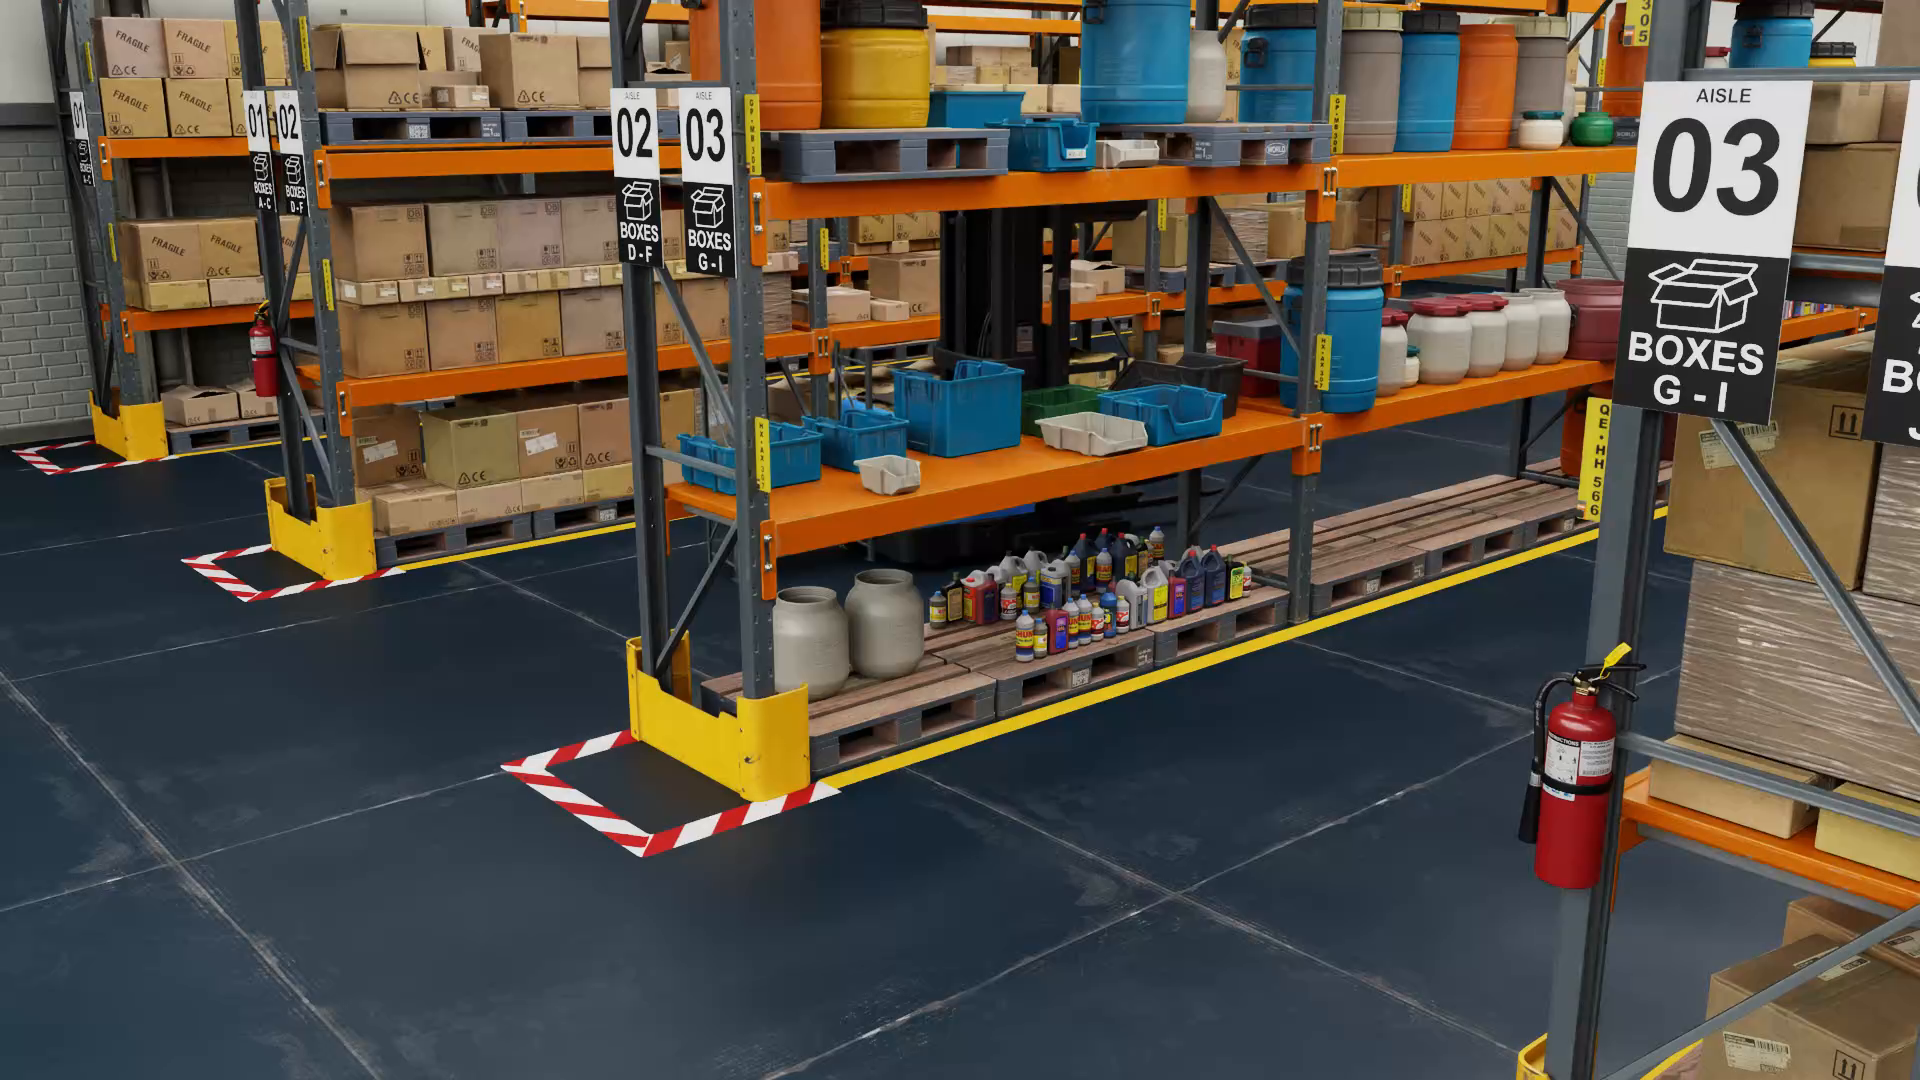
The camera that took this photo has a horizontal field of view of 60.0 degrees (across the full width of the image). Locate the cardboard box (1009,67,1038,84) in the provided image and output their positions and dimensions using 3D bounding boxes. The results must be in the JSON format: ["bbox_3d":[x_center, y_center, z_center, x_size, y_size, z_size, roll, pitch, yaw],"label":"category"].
[{"bbox_3d":[0.590,-5.892,21.639,0.500,0.500,0.700,-14,20,-42],"label":"cardboard box"}]

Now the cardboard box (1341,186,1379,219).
[{"bbox_3d":[4.792,-4.014,19.333,0.500,0.500,0.500,-13,19,-39],"label":"cardboard box"}]

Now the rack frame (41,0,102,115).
[{"bbox_3d":[-7.727,-5.176,14.189,0.127,3.000,1.000,-13,19,-39],"label":"rack frame"}]

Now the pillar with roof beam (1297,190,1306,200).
[{"bbox_3d":[8.638,-7.674,23.541,0.400,9.000,9.100,-13,19,-39],"label":"pillar with roof beam"}]

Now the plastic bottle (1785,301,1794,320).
[{"bbox_3d":[7.088,-2.044,14.332,0.135,0.276,0.152,-13,19,-39],"label":"plastic bottle"}]

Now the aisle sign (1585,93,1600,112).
[{"bbox_3d":[7.850,-5.232,20.987,0.004,0.787,0.394,-13,19,-39],"label":"aisle sign"}]

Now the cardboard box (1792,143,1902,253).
[{"bbox_3d":[2.225,-0.892,4.256,0.500,0.250,0.500,-12,19,-38],"label":"cardboard box"}]

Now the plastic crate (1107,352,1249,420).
[{"bbox_3d":[1.315,-0.932,10.048,0.504,0.338,0.767,-13,19,-39],"label":"plastic crate"}]

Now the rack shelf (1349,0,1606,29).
[{"bbox_3d":[6.089,-6.234,19.553,4.000,0.370,1.077,-13,19,-39],"label":"rack shelf"}]

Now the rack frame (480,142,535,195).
[{"bbox_3d":[-4.710,-2.955,17.500,0.127,3.000,1.000,-13,19,-39],"label":"rack frame"}]

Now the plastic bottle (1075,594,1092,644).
[{"bbox_3d":[0.683,0.436,9.241,0.097,0.271,0.097,0,15,0],"label":"plastic bottle"}]

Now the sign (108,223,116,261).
[{"bbox_3d":[-7.371,-2.590,14.456,0.005,0.325,0.100,-13,19,-39],"label":"sign"}]

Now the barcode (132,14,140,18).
[{"bbox_3d":[-7.520,-4.765,15.171,0.075,0.075,0.001,-13,19,-39],"label":"barcode"}]

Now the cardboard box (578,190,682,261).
[{"bbox_3d":[-2.544,-2.419,12.787,0.500,0.500,0.700,-13,20,-39],"label":"cardboard box"}]

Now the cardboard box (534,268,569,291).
[{"bbox_3d":[-3.065,-1.918,12.168,0.250,0.149,0.380,-13,20,-40],"label":"cardboard box"}]

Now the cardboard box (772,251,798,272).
[{"bbox_3d":[-1.519,-2.265,13.466,0.250,0.149,0.380,-13,20,-39],"label":"cardboard box"}]

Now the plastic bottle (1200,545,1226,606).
[{"bbox_3d":[1.497,0.206,9.946,0.185,0.351,0.144,-13,20,-41],"label":"plastic bottle"}]

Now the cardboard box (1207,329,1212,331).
[{"bbox_3d":[2.896,-2.055,18.124,0.500,0.500,0.500,-14,20,-41],"label":"cardboard box"}]

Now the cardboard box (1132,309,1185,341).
[{"bbox_3d":[2.154,-2.250,17.401,0.500,0.250,0.500,-12,19,-37],"label":"cardboard box"}]

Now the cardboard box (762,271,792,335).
[{"bbox_3d":[-1.786,-1.963,13.593,0.500,0.500,0.700,-13,20,-41],"label":"cardboard box"}]

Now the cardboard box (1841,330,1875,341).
[{"bbox_3d":[3.033,-0.371,5.118,0.500,0.500,0.500,-13,19,-39],"label":"cardboard box"}]

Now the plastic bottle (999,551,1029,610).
[{"bbox_3d":[0.309,0.233,9.847,0.185,0.351,0.144,-12,19,-37],"label":"plastic bottle"}]

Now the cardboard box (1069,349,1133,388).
[{"bbox_3d":[1.329,-1.677,16.145,0.500,0.311,0.500,-12,19,-38],"label":"cardboard box"}]

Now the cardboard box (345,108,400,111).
[{"bbox_3d":[-5.711,-4.144,15.906,0.500,0.500,0.500,-14,20,-41],"label":"cardboard box"}]

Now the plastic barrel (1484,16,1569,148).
[{"bbox_3d":[4.049,-3.298,12.002,0.600,0.901,0.600,0,15,0],"label":"plastic barrel"}]

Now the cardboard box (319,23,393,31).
[{"bbox_3d":[-5.703,-4.622,15.759,0.500,0.500,0.500,-14,20,-41],"label":"cardboard box"}]

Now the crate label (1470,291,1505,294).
[{"bbox_3d":[3.884,-1.605,12.378,0.616,0.435,0.502,-13,19,-39],"label":"crate label"}]

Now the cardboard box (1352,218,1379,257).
[{"bbox_3d":[4.789,-3.529,19.456,0.500,0.500,0.500,-12,19,-38],"label":"cardboard box"}]

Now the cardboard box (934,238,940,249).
[{"bbox_3d":[-0.339,-3.755,20.943,0.250,0.149,0.380,-12,19,-39],"label":"cardboard box"}]

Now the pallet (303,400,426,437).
[{"bbox_3d":[-6.114,-1.279,16.630,1.213,0.211,1.003,-13,19,-39],"label":"pallet"}]

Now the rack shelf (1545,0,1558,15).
[{"bbox_3d":[3.303,-3.723,10.918,4.000,0.370,1.077,-13,19,-39],"label":"rack shelf"}]

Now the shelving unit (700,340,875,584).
[{"bbox_3d":[-1.175,-0.557,11.430,1.048,1.500,0.538,-9,17,-31],"label":"shelving unit"}]

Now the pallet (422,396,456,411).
[{"bbox_3d":[-5.193,-1.487,17.408,1.213,0.211,1.003,-13,19,-39],"label":"pallet"}]

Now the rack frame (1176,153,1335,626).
[{"bbox_3d":[1.794,-1.026,10.279,0.127,3.000,1.000,-13,19,-39],"label":"rack frame"}]

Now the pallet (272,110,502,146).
[{"bbox_3d":[-3.922,-2.835,11.409,1.213,0.211,1.003,-13,19,-39],"label":"pallet"}]

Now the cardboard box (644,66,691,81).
[{"bbox_3d":[-2.415,-3.542,12.974,0.500,0.311,0.500,-14,20,-42],"label":"cardboard box"}]

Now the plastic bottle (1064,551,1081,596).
[{"bbox_3d":[0.684,0.200,10.125,0.097,0.271,0.097,0,15,0],"label":"plastic bottle"}]

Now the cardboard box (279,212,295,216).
[{"bbox_3d":[-6.358,-2.955,16.299,0.500,0.500,0.500,-12,19,-39],"label":"cardboard box"}]

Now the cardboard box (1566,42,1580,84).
[{"bbox_3d":[7.221,-5.914,20.635,0.500,0.500,0.700,-13,19,-39],"label":"cardboard box"}]

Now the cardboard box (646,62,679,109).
[{"bbox_3d":[-3.314,-4.941,18.116,0.500,0.500,0.500,-14,20,-41],"label":"cardboard box"}]

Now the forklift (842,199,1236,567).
[{"bbox_3d":[0.670,-1.487,12.139,3.031,2.935,1.130,-8,17,-29],"label":"forklift"}]

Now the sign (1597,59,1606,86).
[{"bbox_3d":[7.947,-5.789,20.584,0.005,0.325,0.100,-13,19,-39],"label":"sign"}]

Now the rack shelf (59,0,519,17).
[{"bbox_3d":[-6.218,-5.165,15.550,4.000,0.370,1.077,-13,19,-39],"label":"rack shelf"}]

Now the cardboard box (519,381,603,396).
[{"bbox_3d":[-3.140,-0.956,13.077,0.500,0.500,0.500,-13,19,-39],"label":"cardboard box"}]

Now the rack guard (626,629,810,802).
[{"bbox_3d":[-1.197,0.837,8.147,0.348,0.500,1.175,-13,19,-39],"label":"rack guard"}]

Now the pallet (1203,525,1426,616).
[{"bbox_3d":[2.361,0.180,11.165,1.213,0.211,1.003,-13,19,-39],"label":"pallet"}]

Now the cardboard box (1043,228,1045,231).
[{"bbox_3d":[0.764,-4.296,21.712,0.500,0.500,0.500,-12,19,-39],"label":"cardboard box"}]

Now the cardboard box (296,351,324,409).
[{"bbox_3d":[-6.130,-1.593,16.392,0.500,0.500,0.700,-14,21,-43],"label":"cardboard box"}]

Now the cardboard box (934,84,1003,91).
[{"bbox_3d":[0.028,-3.883,14.638,0.500,0.250,0.500,14,20,42],"label":"cardboard box"}]

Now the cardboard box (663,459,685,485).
[{"bbox_3d":[-2.412,-0.574,13.101,0.500,0.250,0.500,-13,19,-39],"label":"cardboard box"}]

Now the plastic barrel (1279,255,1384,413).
[{"bbox_3d":[2.284,-1.275,10.239,0.708,0.901,0.600,-13,19,-39],"label":"plastic barrel"}]

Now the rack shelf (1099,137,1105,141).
[{"bbox_3d":[0.054,-3.432,14.866,4.000,0.370,1.077,-13,19,-39],"label":"rack shelf"}]

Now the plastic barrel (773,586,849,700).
[{"bbox_3d":[-0.777,0.524,8.482,0.421,0.512,0.421,0,15,0],"label":"plastic barrel"}]

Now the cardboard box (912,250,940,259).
[{"bbox_3d":[-0.090,-2.340,15.006,0.500,0.500,0.500,-13,19,-39],"label":"cardboard box"}]

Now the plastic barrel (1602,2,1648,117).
[{"bbox_3d":[5.242,-3.659,12.677,0.708,0.830,0.600,-13,19,-39],"label":"plastic barrel"}]
